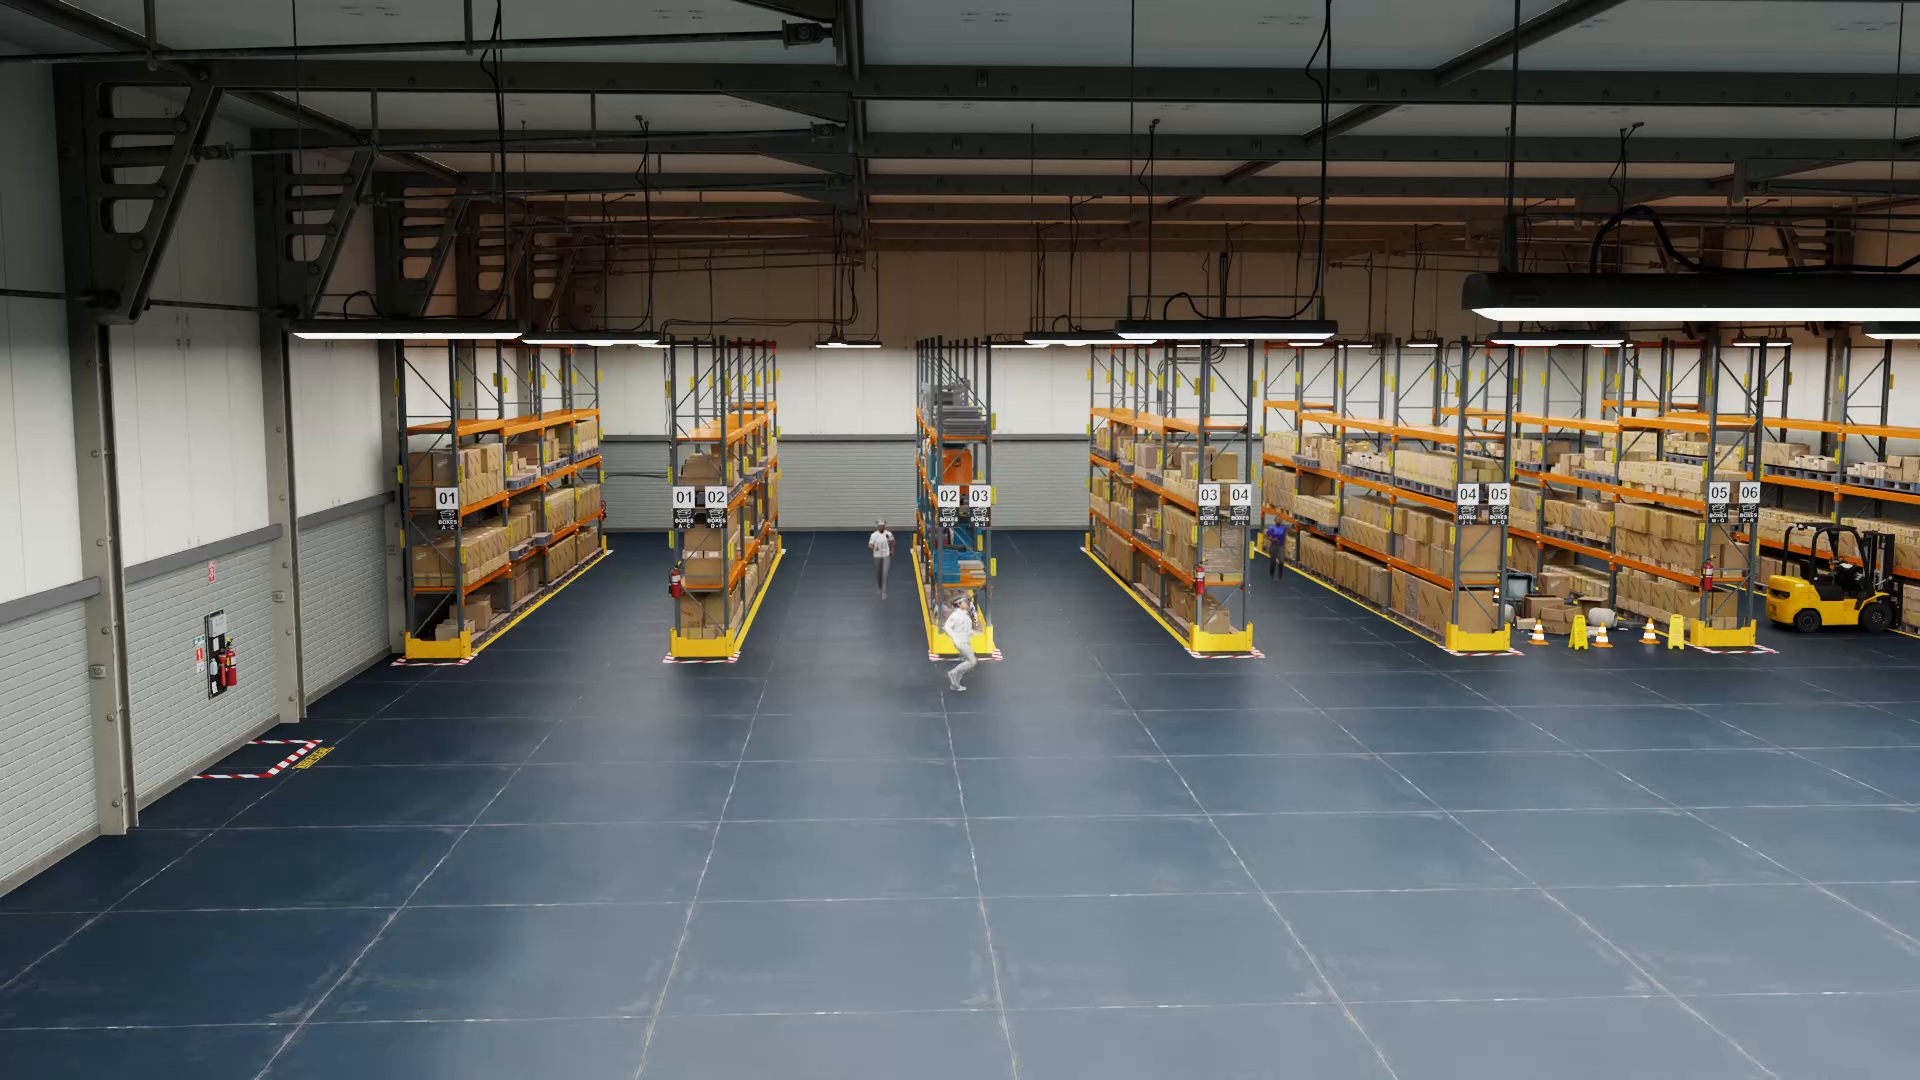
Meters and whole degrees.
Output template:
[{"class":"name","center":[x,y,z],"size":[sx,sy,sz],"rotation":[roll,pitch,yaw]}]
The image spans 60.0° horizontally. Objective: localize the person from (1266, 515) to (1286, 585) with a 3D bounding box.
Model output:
[{"class":"person","center":[7.831,0.233,41.185],"size":[0.563,1.703,0.795],"rotation":[0,6,-1]}]

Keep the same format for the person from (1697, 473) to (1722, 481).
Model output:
[{"class":"person","center":[15.296,-0.444,39.388],"size":[2.600,3.286,13.815],"rotation":[0,7,-4]}]

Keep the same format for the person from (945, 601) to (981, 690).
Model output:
[{"class":"person","center":[0.075,1.750,28.005],"size":[0.548,1.592,0.600],"rotation":[2,7,17]}]

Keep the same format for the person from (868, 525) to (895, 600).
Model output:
[{"class":"person","center":[-1.735,0.423,36.867],"size":[0.587,1.699,0.838],"rotation":[0,6,-2]}]
